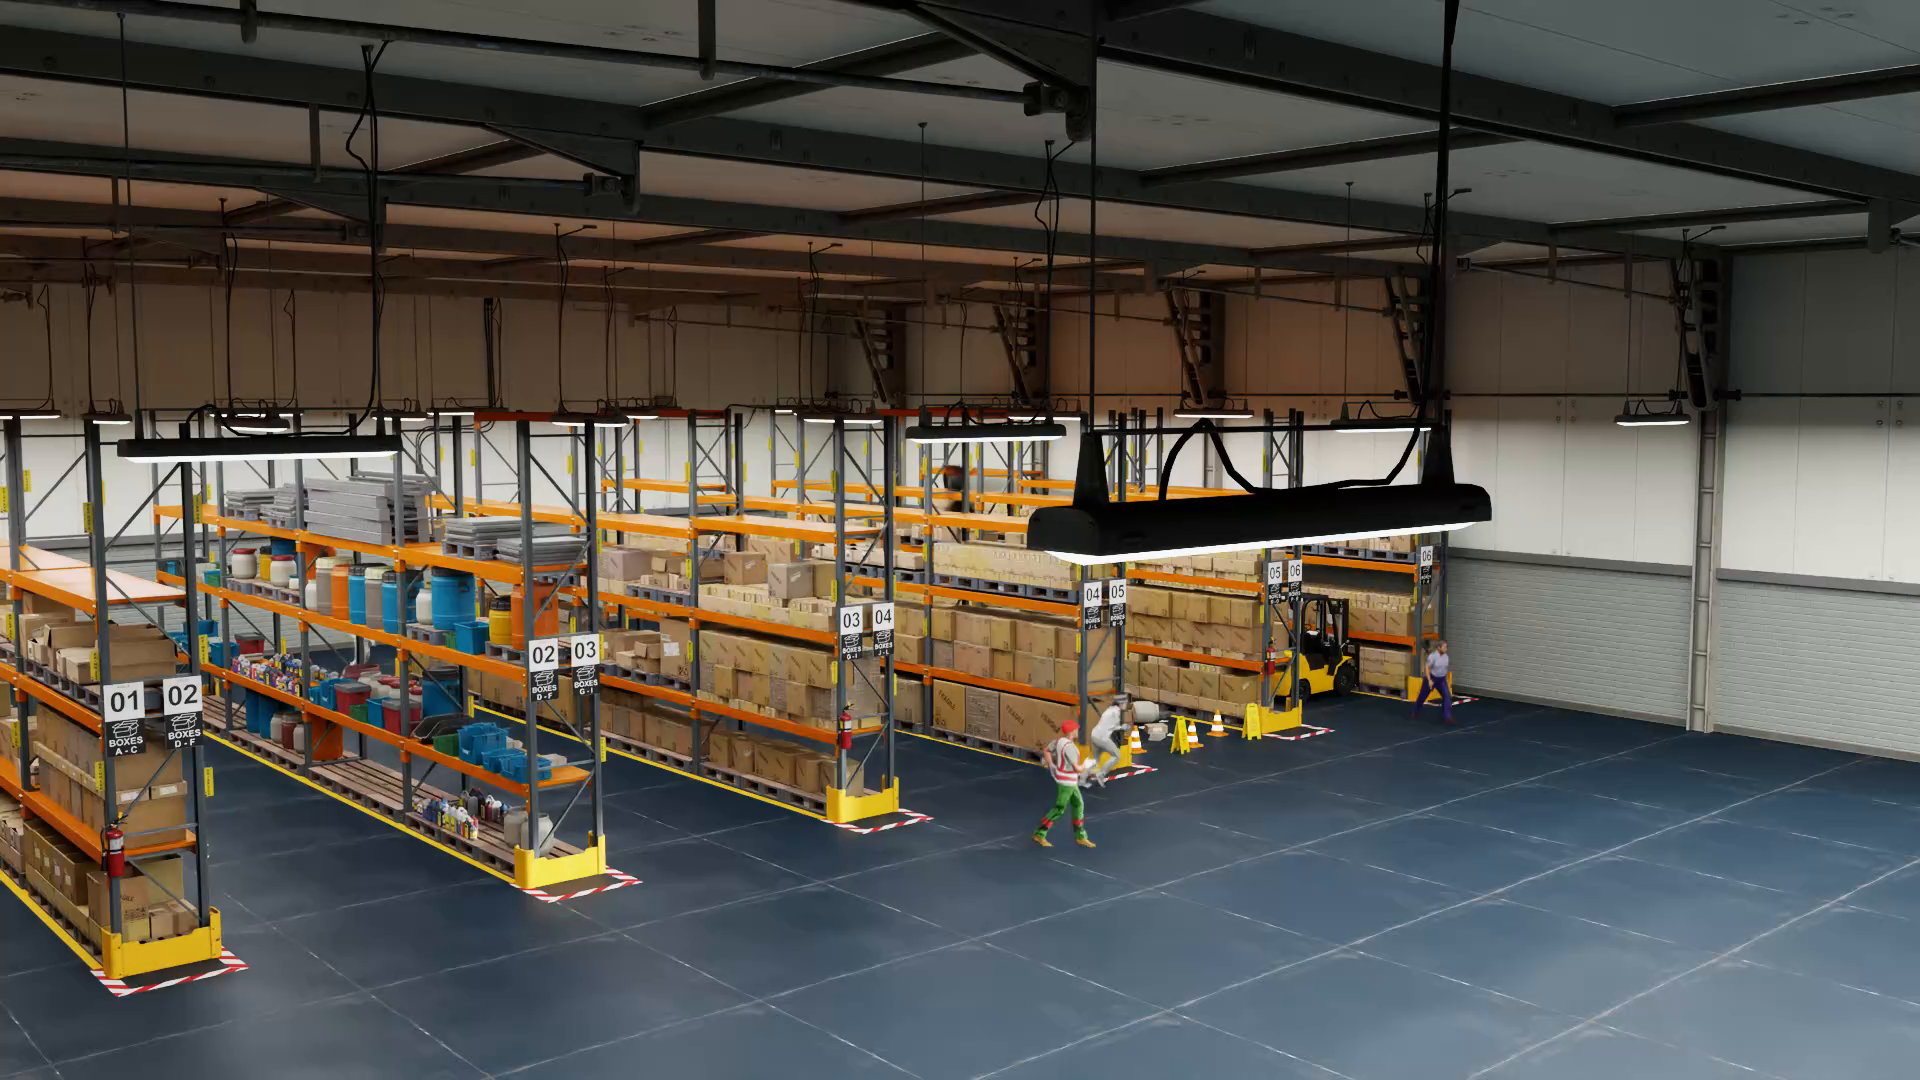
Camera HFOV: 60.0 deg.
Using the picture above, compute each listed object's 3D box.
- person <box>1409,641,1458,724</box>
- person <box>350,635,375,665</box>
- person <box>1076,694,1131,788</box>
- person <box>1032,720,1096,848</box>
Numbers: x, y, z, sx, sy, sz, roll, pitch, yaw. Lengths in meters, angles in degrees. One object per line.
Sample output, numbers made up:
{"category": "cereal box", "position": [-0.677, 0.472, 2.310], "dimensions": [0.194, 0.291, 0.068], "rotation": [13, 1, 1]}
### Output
{"category": "person", "position": [9.162, 2.717, 32.106], "dimensions": [0.655, 1.589, 0.922], "rotation": [-2, 6, -26]}
{"category": "person", "position": [-13.384, 2.234, 37.080], "dimensions": [0.819, 1.702, 0.632], "rotation": [-4, 6, -37]}
{"category": "person", "position": [2.311, 3.236, 26.602], "dimensions": [0.902, 1.516, 0.650], "rotation": [-1, 5, -7]}
{"category": "person", "position": [1.448, 3.389, 23.016], "dimensions": [0.910, 1.818, 0.647], "rotation": [0, 5, -2]}
